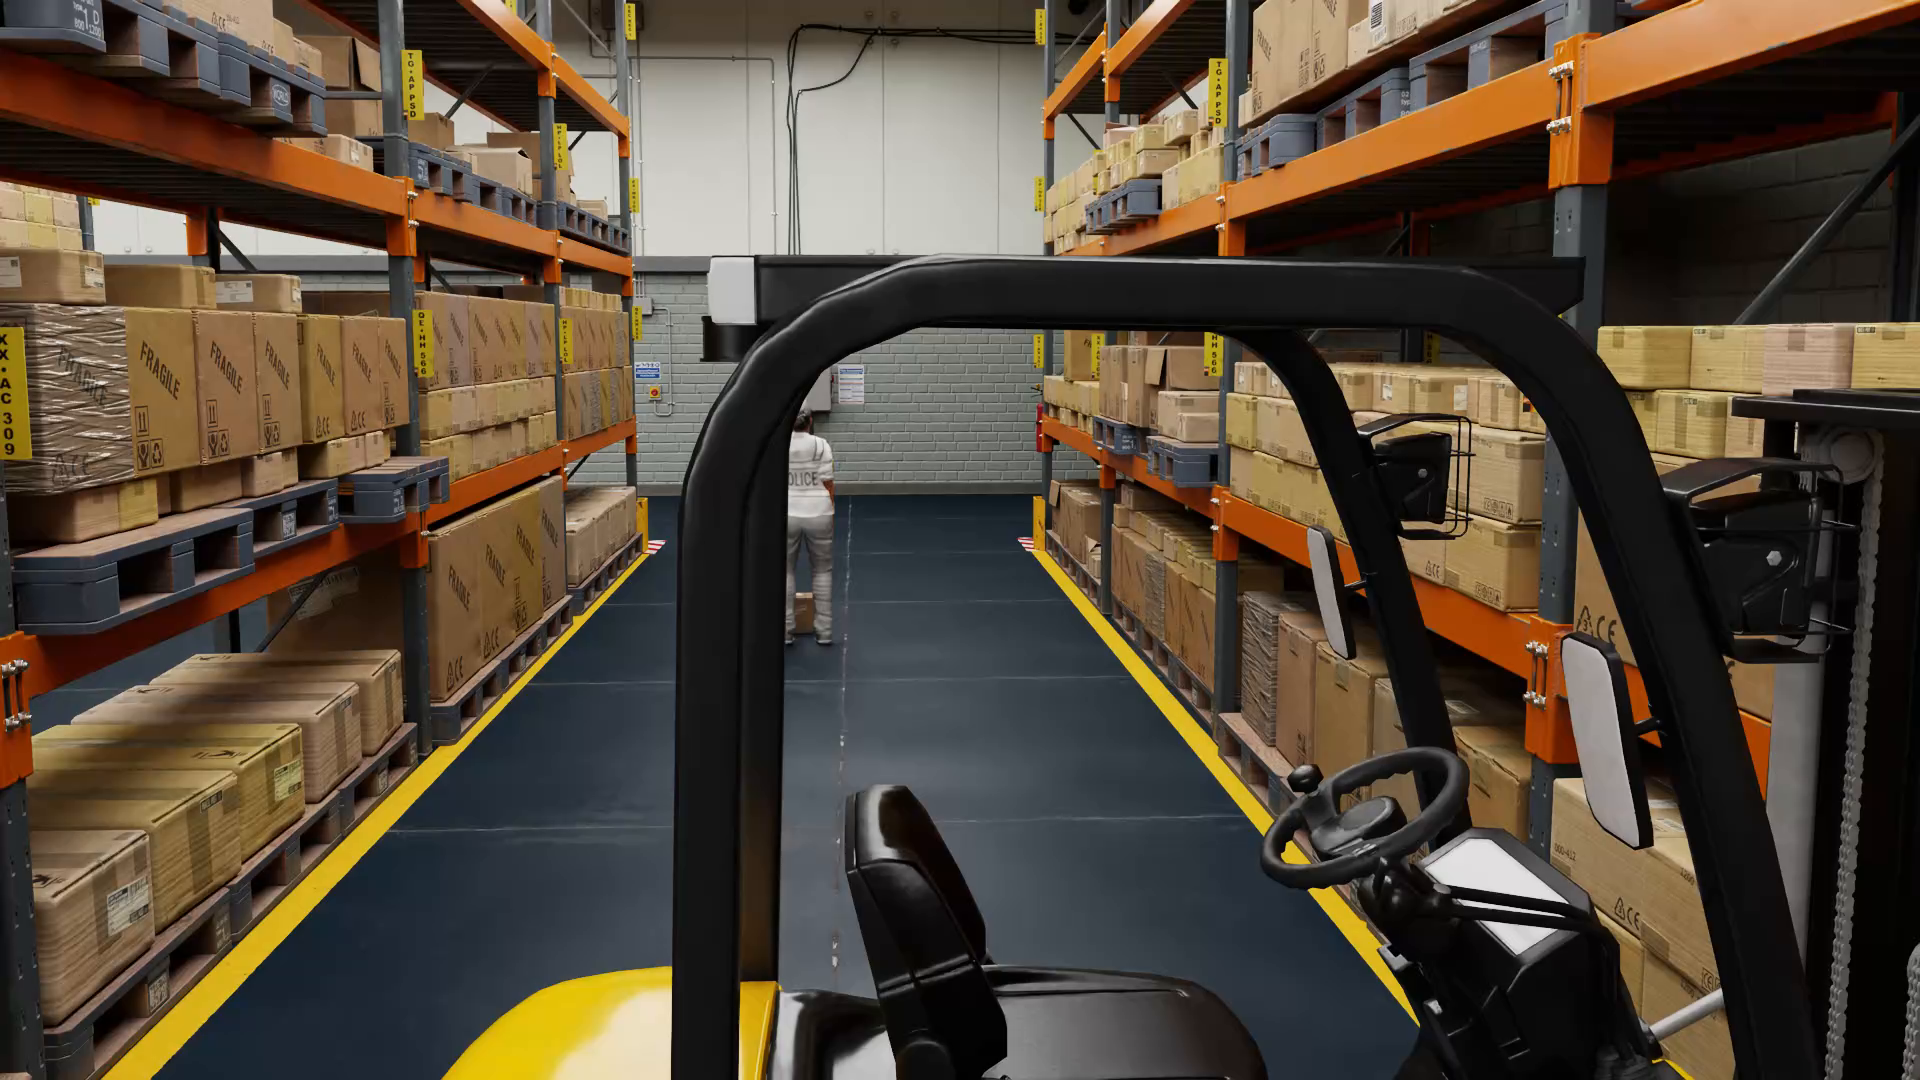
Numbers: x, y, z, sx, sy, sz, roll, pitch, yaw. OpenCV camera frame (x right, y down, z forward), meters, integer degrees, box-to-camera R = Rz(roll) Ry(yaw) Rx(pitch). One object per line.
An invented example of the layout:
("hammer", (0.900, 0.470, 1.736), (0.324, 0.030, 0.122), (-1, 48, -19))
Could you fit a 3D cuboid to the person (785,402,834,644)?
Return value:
("person", (-1.085, -0.119, 11.261), (0.469, 1.659, 0.390), (0, 7, -2))
